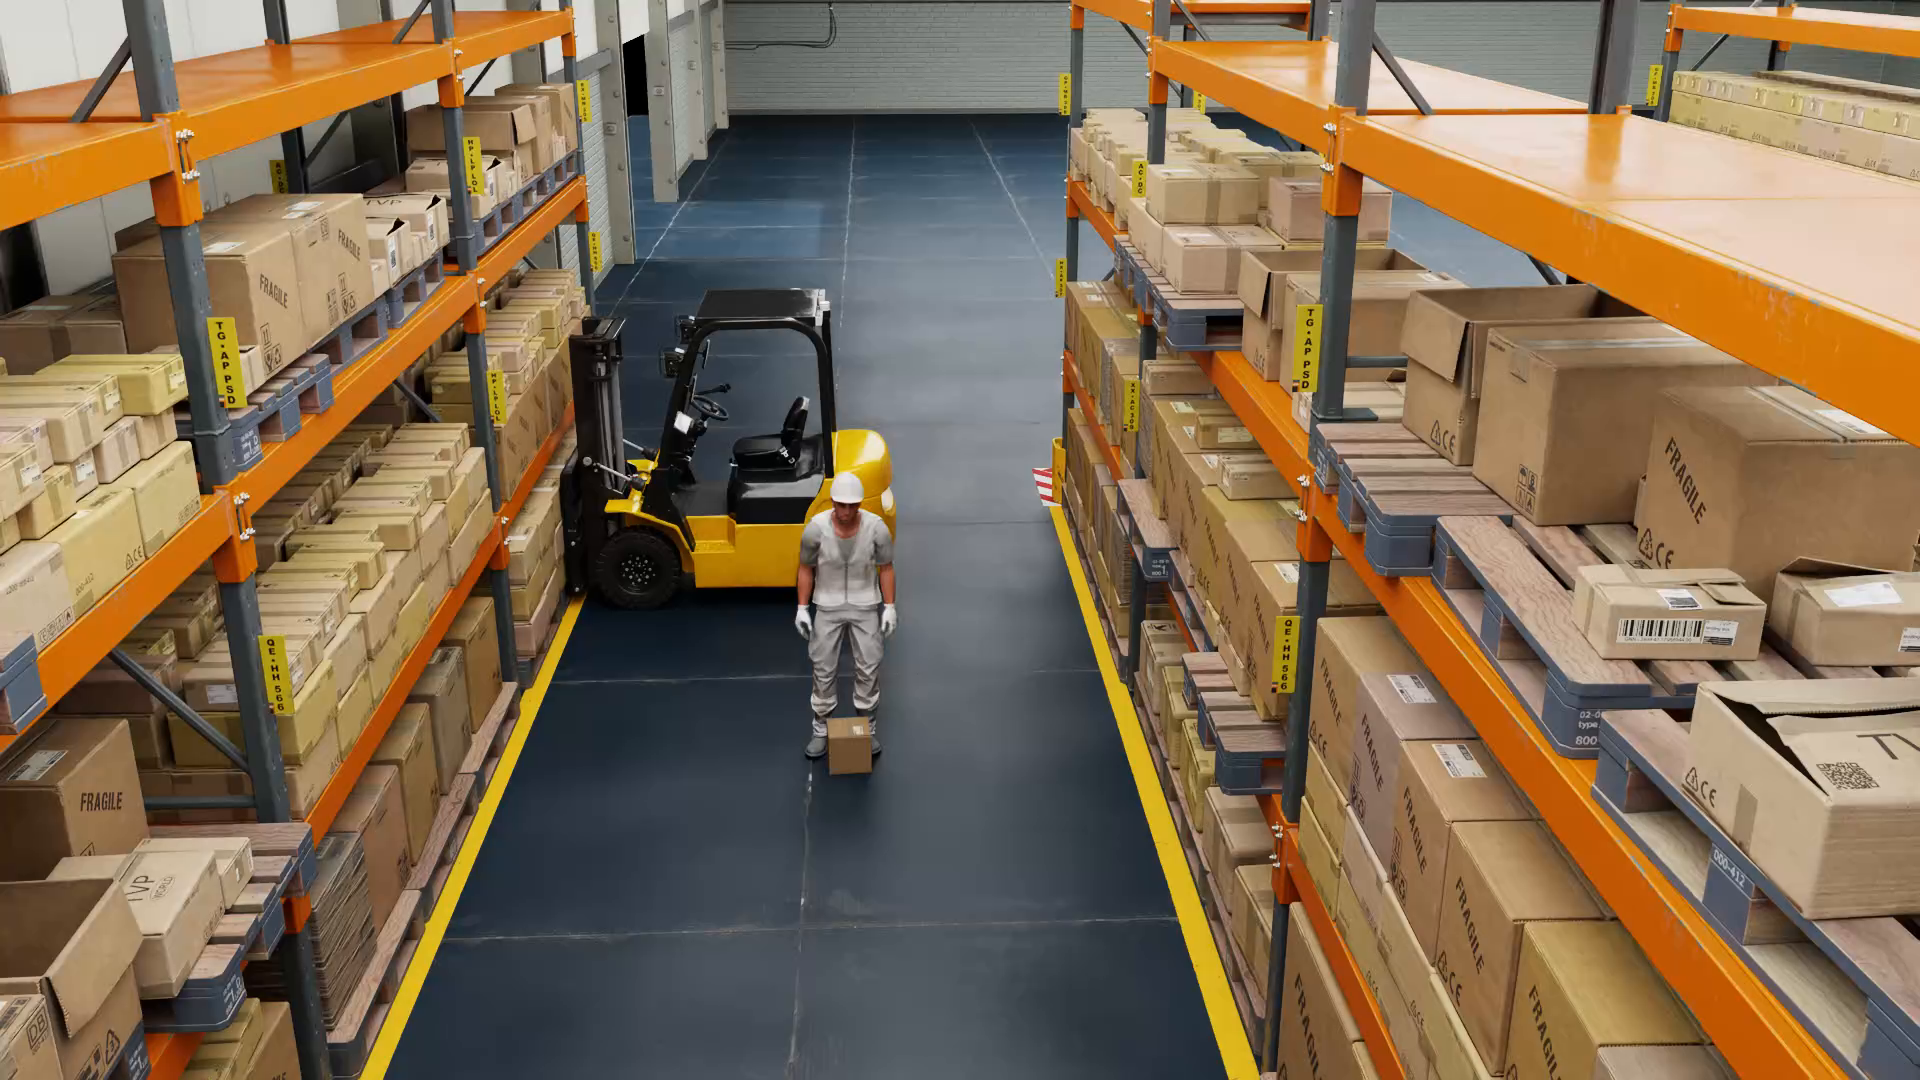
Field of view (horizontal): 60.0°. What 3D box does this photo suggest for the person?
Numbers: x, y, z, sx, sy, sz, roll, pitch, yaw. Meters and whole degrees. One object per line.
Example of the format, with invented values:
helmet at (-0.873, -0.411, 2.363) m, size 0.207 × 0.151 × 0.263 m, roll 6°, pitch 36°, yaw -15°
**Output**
person at (-0.674, 0.434, 9.875) m, size 0.609 × 1.779 × 0.454 m, roll -1°, pitch 20°, yaw -3°
